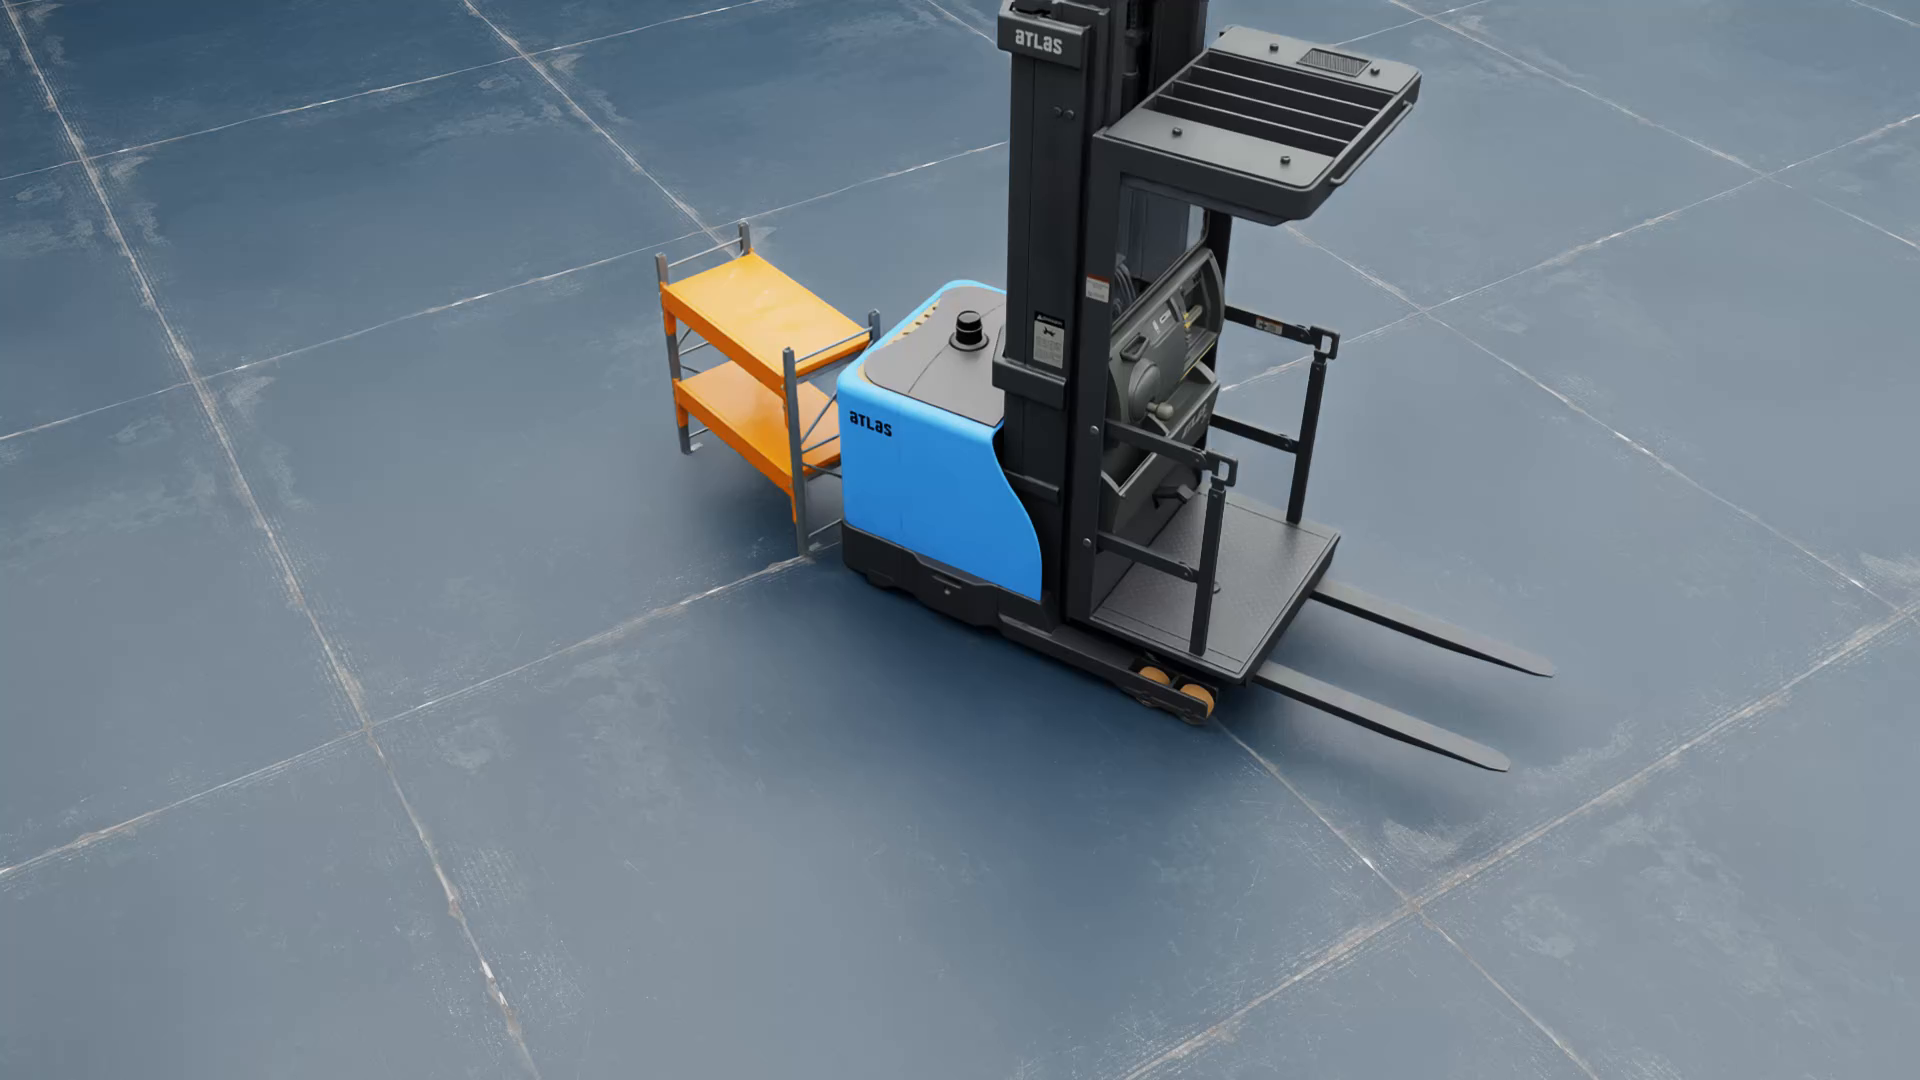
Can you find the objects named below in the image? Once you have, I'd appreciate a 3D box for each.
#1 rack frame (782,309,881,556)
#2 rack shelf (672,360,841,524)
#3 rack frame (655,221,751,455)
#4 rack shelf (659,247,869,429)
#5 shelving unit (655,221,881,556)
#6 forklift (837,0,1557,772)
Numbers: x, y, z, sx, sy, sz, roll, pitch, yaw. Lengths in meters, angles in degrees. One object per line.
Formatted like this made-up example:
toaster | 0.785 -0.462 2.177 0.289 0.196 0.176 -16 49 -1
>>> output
rack frame | -0.551 -0.467 7.493 0.500 1.125 0.032 -28 47 -29
rack shelf | -0.874 -0.530 7.950 0.538 0.278 1.000 -28 47 -29
rack frame | -1.198 -0.969 8.095 0.500 1.125 0.032 -28 47 -29
rack shelf | -0.874 -0.943 7.606 0.538 0.278 1.000 -28 47 -29
shelving unit | -0.874 -0.718 7.794 0.538 1.125 1.048 -28 47 -29
forklift | 0.989 -0.754 6.426 3.031 2.935 1.130 22 44 24
